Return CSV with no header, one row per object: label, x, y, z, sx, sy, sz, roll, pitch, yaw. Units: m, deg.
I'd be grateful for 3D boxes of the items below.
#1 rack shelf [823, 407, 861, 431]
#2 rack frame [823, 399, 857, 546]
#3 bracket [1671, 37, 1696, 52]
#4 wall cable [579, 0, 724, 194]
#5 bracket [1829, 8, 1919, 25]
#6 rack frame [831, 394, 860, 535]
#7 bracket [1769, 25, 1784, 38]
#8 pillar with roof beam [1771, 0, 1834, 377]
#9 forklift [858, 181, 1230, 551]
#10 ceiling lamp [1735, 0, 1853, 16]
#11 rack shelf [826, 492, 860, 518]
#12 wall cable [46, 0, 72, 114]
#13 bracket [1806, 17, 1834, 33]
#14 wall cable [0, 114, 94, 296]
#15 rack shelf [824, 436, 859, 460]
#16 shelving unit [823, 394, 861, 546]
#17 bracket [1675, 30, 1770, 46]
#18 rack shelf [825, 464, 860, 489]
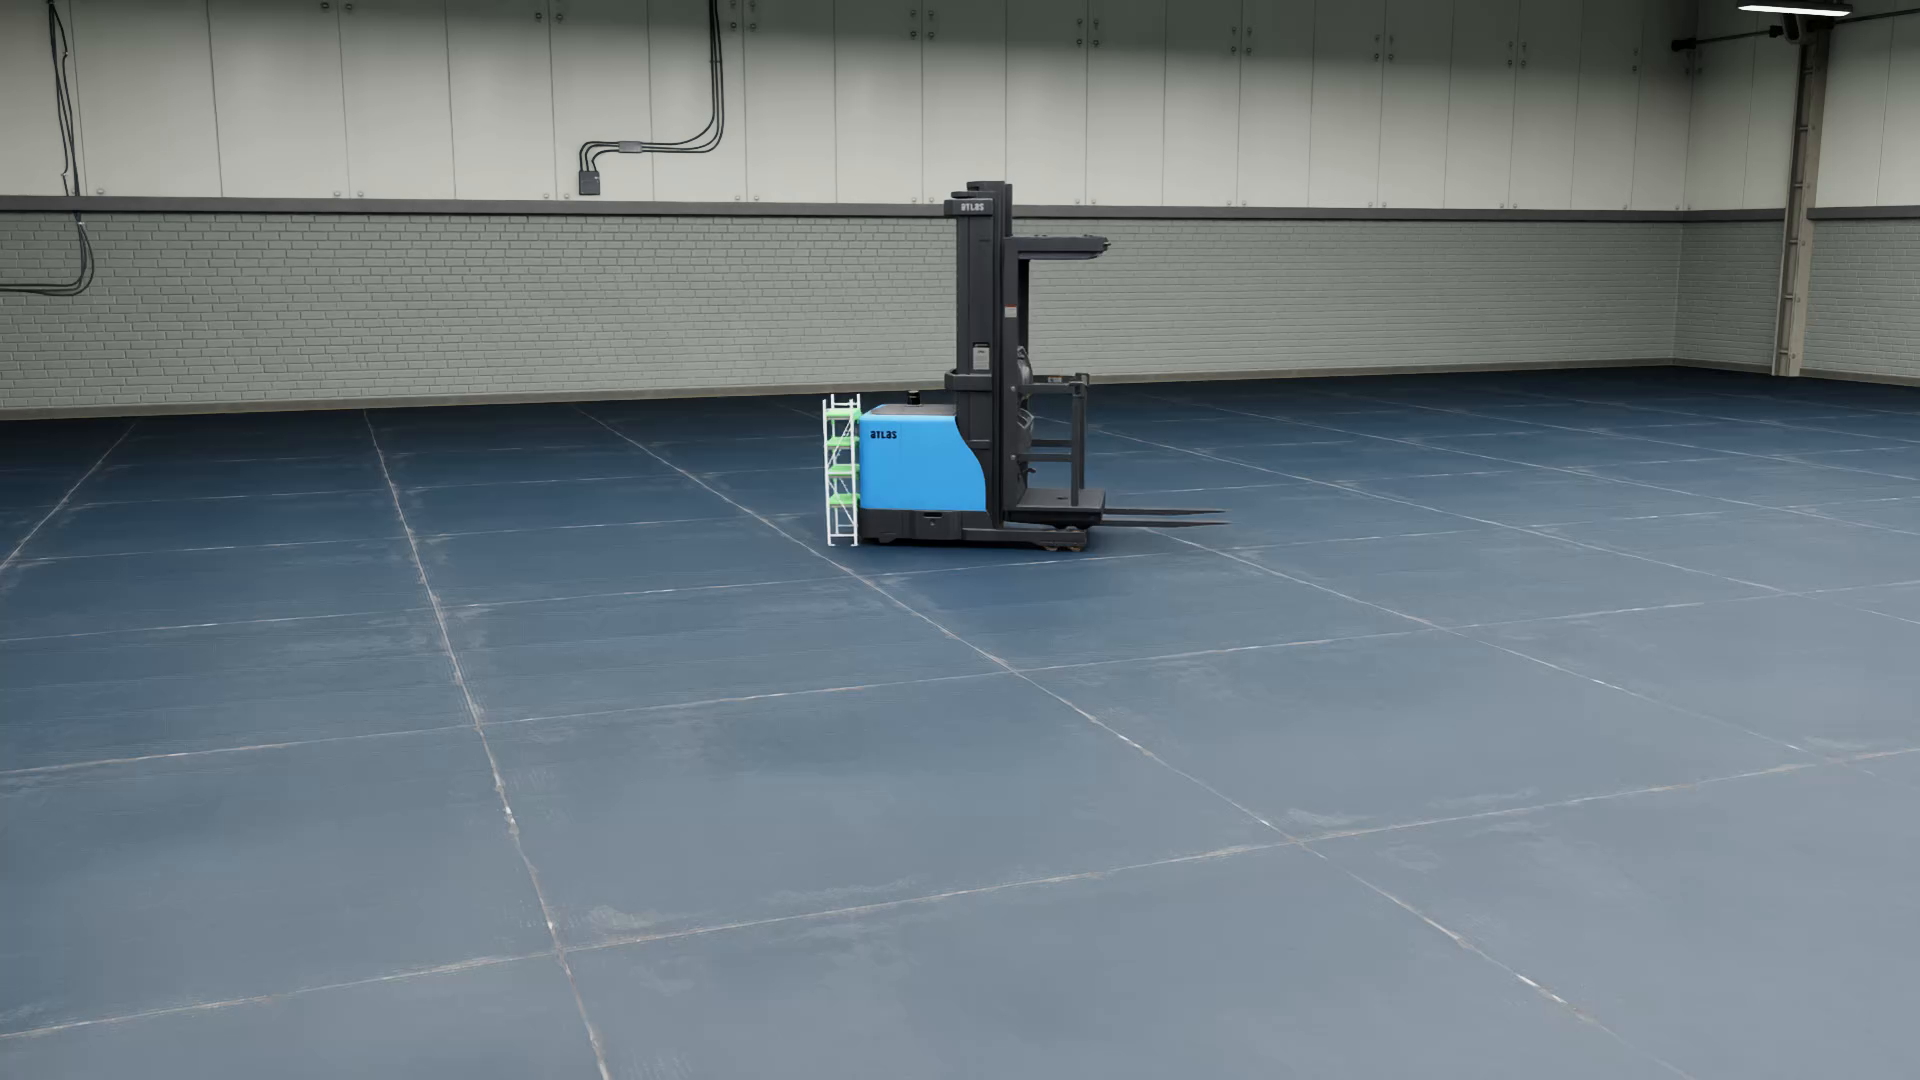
rack shelf,-0.971,-1.000,13.722,0.258,0.148,0.480,-1,10,4
rack frame,-0.977,-0.547,13.554,0.240,1.200,0.015,-1,10,4
bracket,14.213,-9.729,32.644,0.235,0.232,0.430,-4,11,-21
wall cable,-4.787,-8.365,25.541,2.305,6.003,0.169,-4,11,-21
bracket,16.306,-8.787,27.343,0.076,0.066,4.783,-4,11,-21
rack frame,-0.947,-0.633,14.034,0.240,1.200,0.015,-1,10,4
bracket,15.072,-9.343,30.469,0.235,0.232,0.430,-4,11,-21
pillar with roof beam,11.540,-7.252,28.994,9.100,9.000,0.548,-4,11,-21
forklift,0.720,-1.452,13.715,3.031,2.935,1.130,1,10,7
ceiling lamp,12.330,-9.453,24.703,2.000,3.185,0.800,-4,11,-21
rack shelf,-0.956,-0.291,13.847,0.258,0.148,0.480,-1,10,4
wall cable,-11.120,-7.220,23.261,3.097,2.526,0.112,-4,11,-21
bracket,15.372,-9.207,29.707,0.235,0.232,0.430,-4,11,-21
wall cable,-13.641,-4.562,22.739,3.097,2.526,0.112,-4,11,-21
rack shelf,-0.966,-0.763,13.763,0.258,0.148,0.480,-1,10,4
shelving unit,-0.962,-0.590,13.794,0.258,1.200,0.503,-1,10,4
bracket,14.427,-9.633,32.102,0.076,0.066,3.189,-4,11,-21
rack shelf,-0.961,-0.527,13.805,0.258,0.148,0.480,-1,10,4
